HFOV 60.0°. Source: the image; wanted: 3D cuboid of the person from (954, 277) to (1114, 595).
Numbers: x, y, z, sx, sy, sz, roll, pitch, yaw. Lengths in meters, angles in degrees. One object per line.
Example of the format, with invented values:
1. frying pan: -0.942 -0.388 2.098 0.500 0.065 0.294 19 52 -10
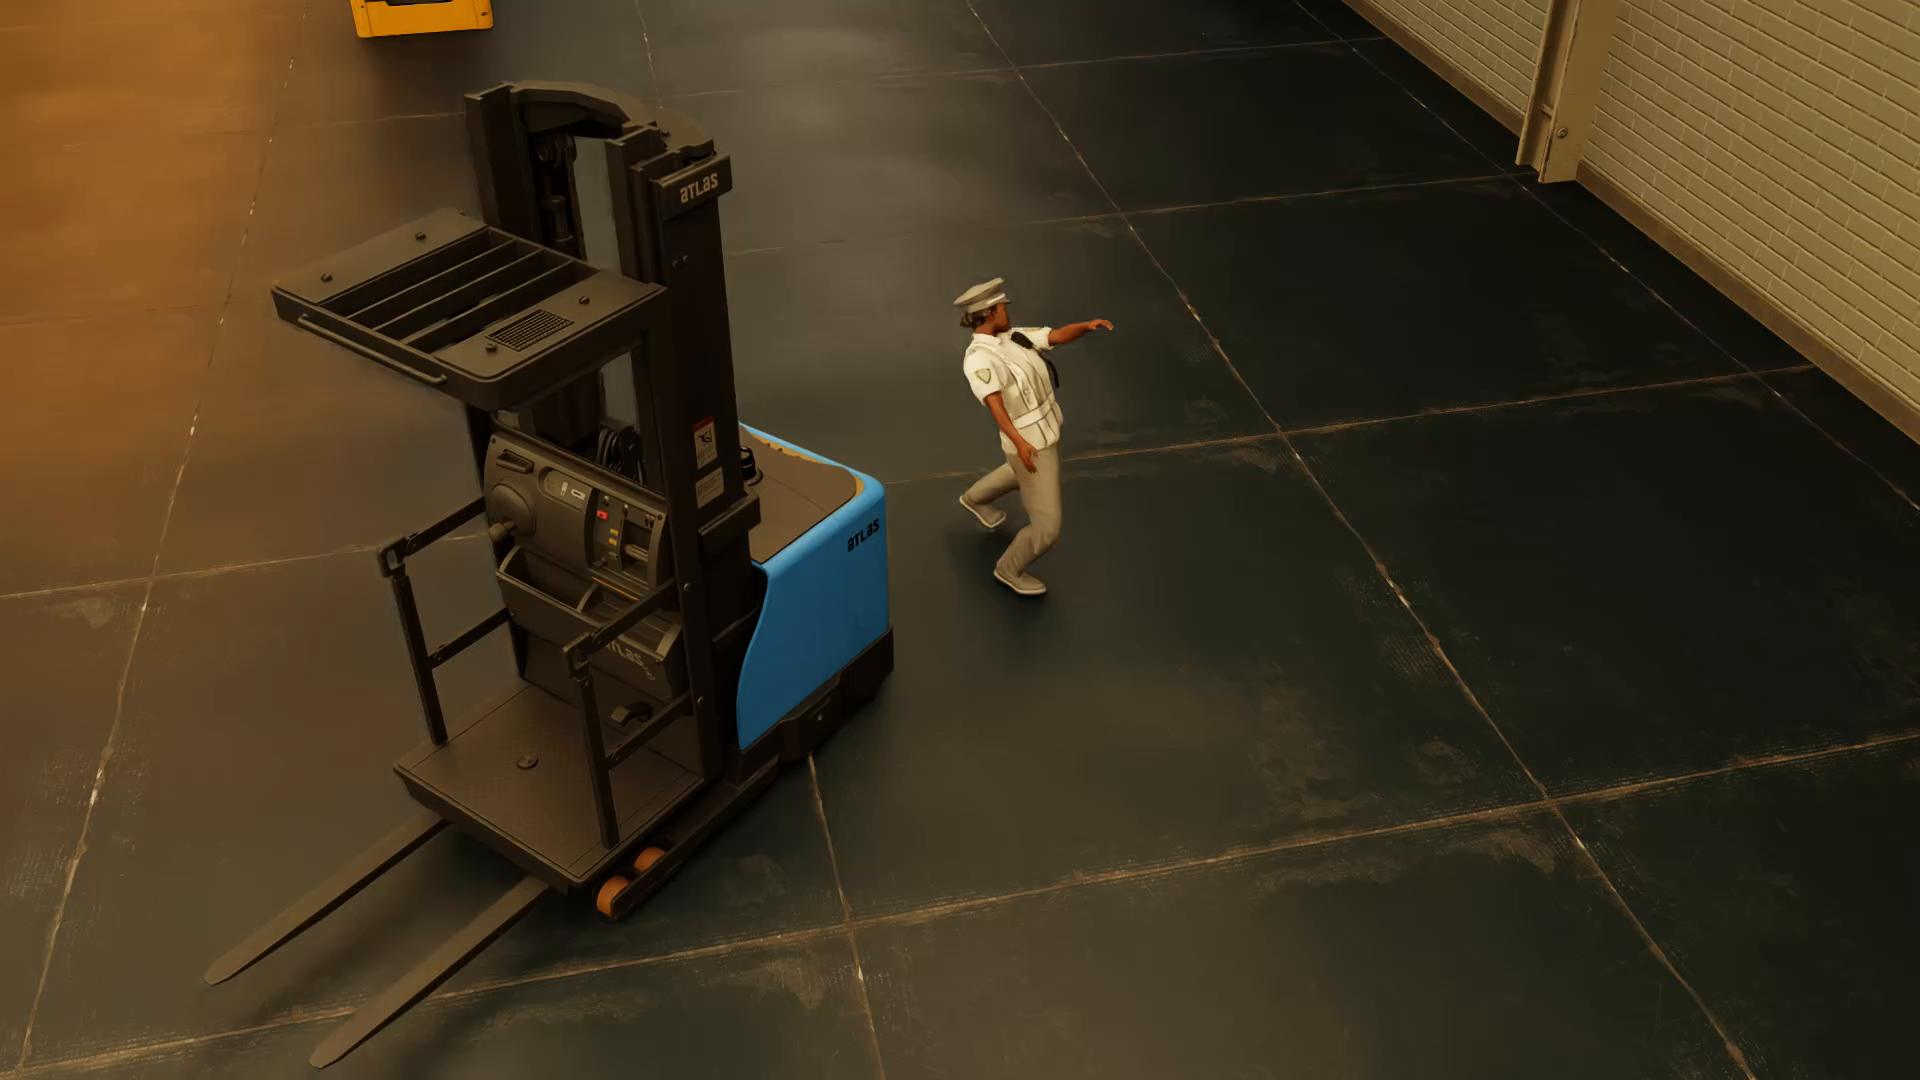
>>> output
1. person: 0.308 -0.420 7.866 0.760 1.472 0.962 4 36 6

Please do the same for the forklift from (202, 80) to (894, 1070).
1. forklift: -1.573 -0.033 6.097 1.130 2.935 3.031 23 42 28
